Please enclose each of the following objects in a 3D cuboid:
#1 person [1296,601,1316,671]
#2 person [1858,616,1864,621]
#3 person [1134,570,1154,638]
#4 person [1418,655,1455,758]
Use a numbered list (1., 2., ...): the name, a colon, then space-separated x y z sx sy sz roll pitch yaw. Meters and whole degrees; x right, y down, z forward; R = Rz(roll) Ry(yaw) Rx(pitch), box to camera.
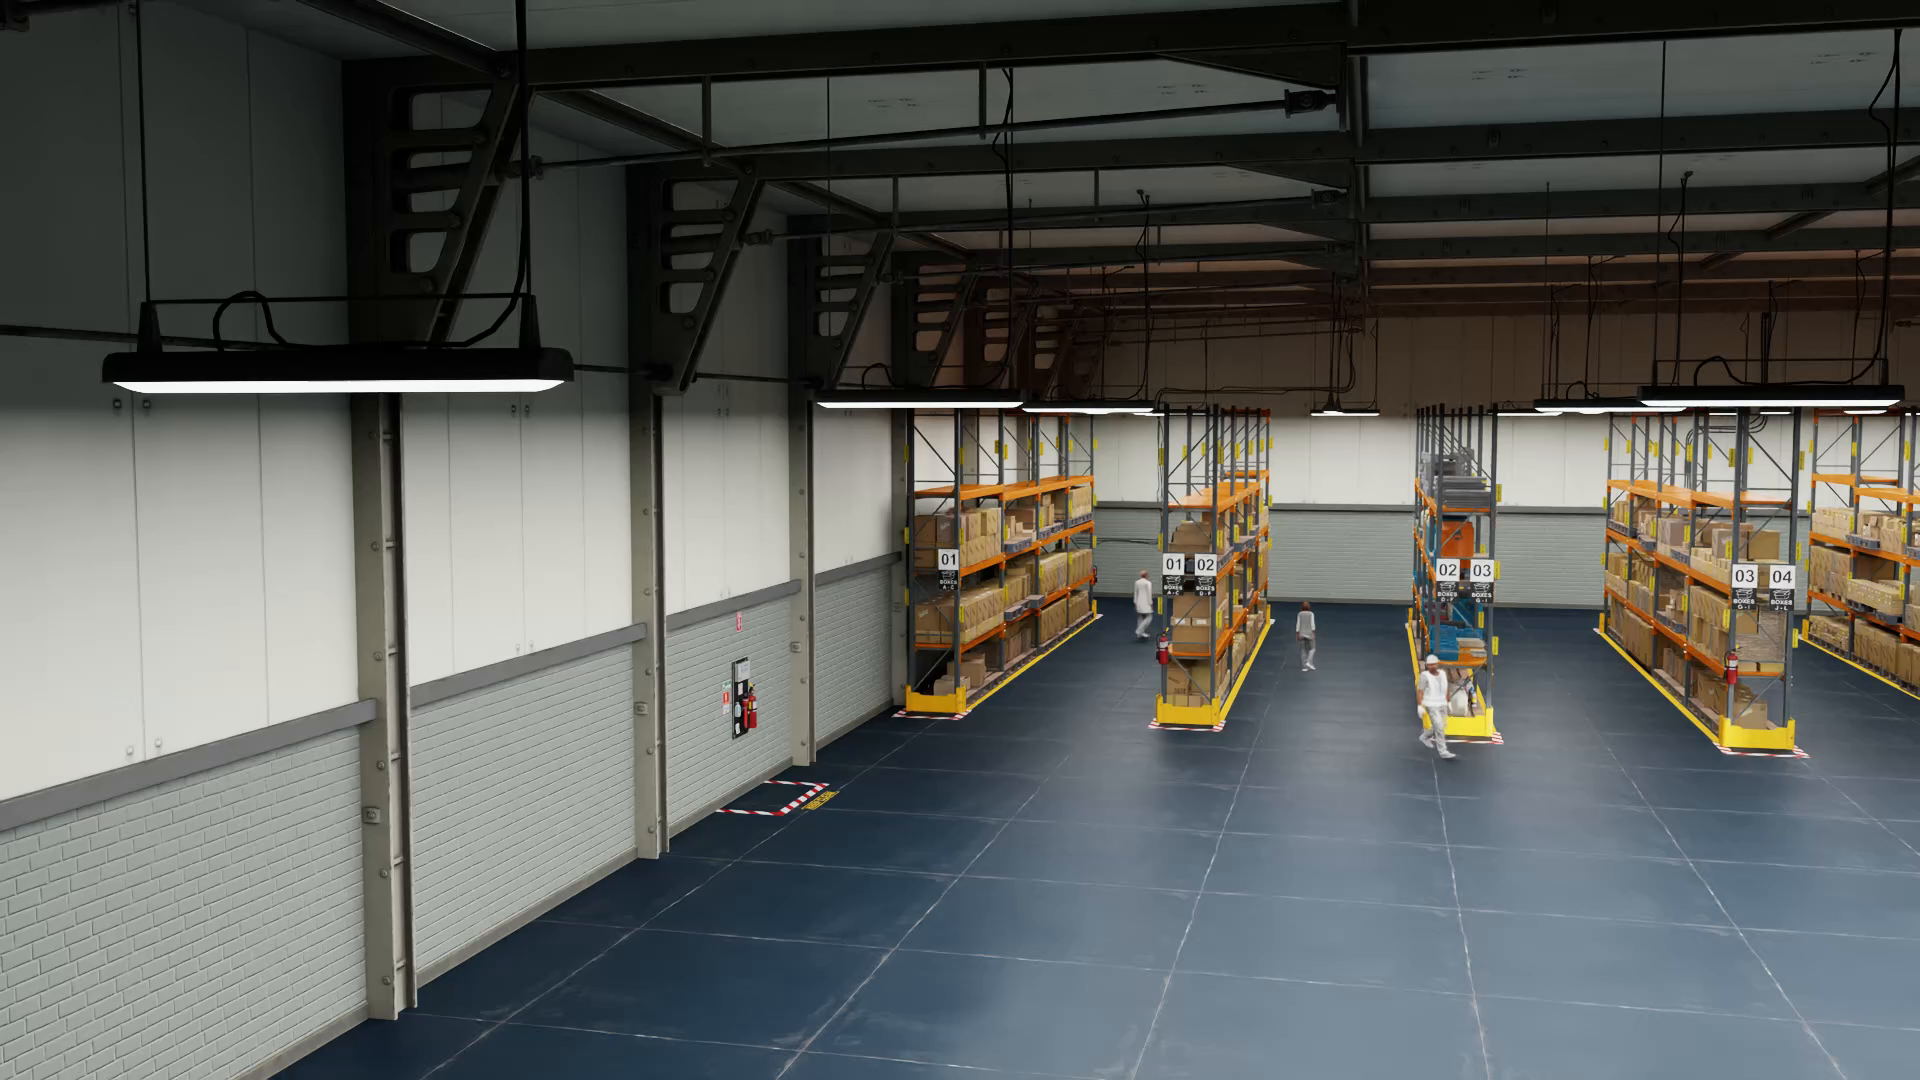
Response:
1. person: 7.836 2.188 37.672 0.460 1.595 0.458 1 4 18
2. person: 24.344 1.605 44.528 1.034 1.754 0.537 1 4 8
3. person: 4.743 1.678 43.344 0.595 1.777 0.602 -3 5 -37
4. person: 8.066 2.806 28.184 0.554 1.743 0.931 -2 5 -29
